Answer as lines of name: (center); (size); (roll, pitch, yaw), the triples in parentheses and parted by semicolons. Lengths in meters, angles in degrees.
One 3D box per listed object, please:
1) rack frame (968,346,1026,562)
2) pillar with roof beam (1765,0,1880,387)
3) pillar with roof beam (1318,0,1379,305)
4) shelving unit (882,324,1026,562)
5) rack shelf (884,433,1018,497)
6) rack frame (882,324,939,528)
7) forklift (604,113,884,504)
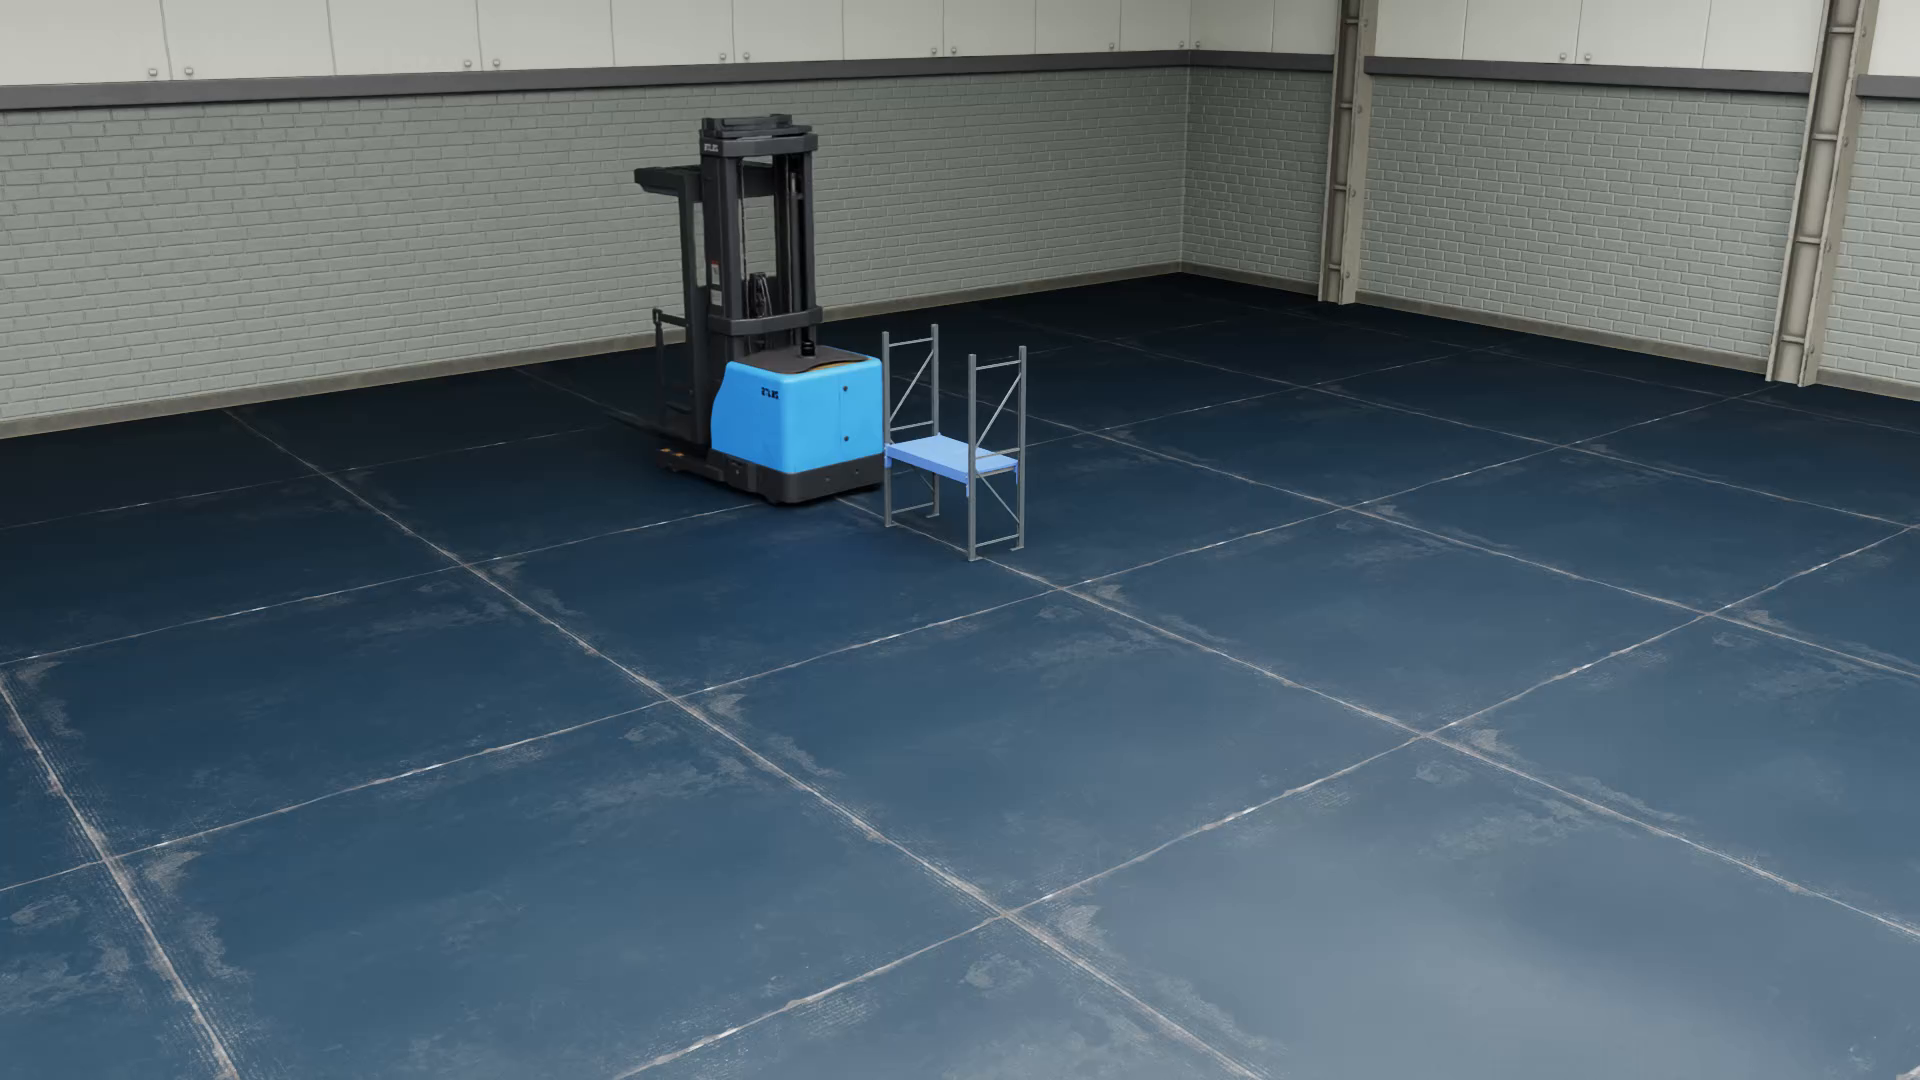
rack frame: (0.263, -0.608, 11.812); (0.500, 1.500, 0.032); (-14, 23, -36)
pillar with roof beam: (5.296, -5.085, 13.404); (9.100, 9.000, 0.400); (-14, 23, -36)
pillar with roof beam: (1.570, -6.564, 17.869); (9.100, 9.000, 0.400); (-14, 23, -36)
shelving unit: (-0.053, -0.733, 12.190); (0.538, 1.500, 1.048); (-14, 23, -36)
rack shelf: (-0.053, -0.562, 12.247); (0.538, 0.185, 1.000); (-14, 23, -36)
rack frame: (-0.369, -0.858, 12.568); (0.500, 1.500, 0.032); (-14, 23, -36)
forklift: (-1.970, -2.059, 13.919); (1.130, 2.935, 3.031); (-16, 24, -40)
